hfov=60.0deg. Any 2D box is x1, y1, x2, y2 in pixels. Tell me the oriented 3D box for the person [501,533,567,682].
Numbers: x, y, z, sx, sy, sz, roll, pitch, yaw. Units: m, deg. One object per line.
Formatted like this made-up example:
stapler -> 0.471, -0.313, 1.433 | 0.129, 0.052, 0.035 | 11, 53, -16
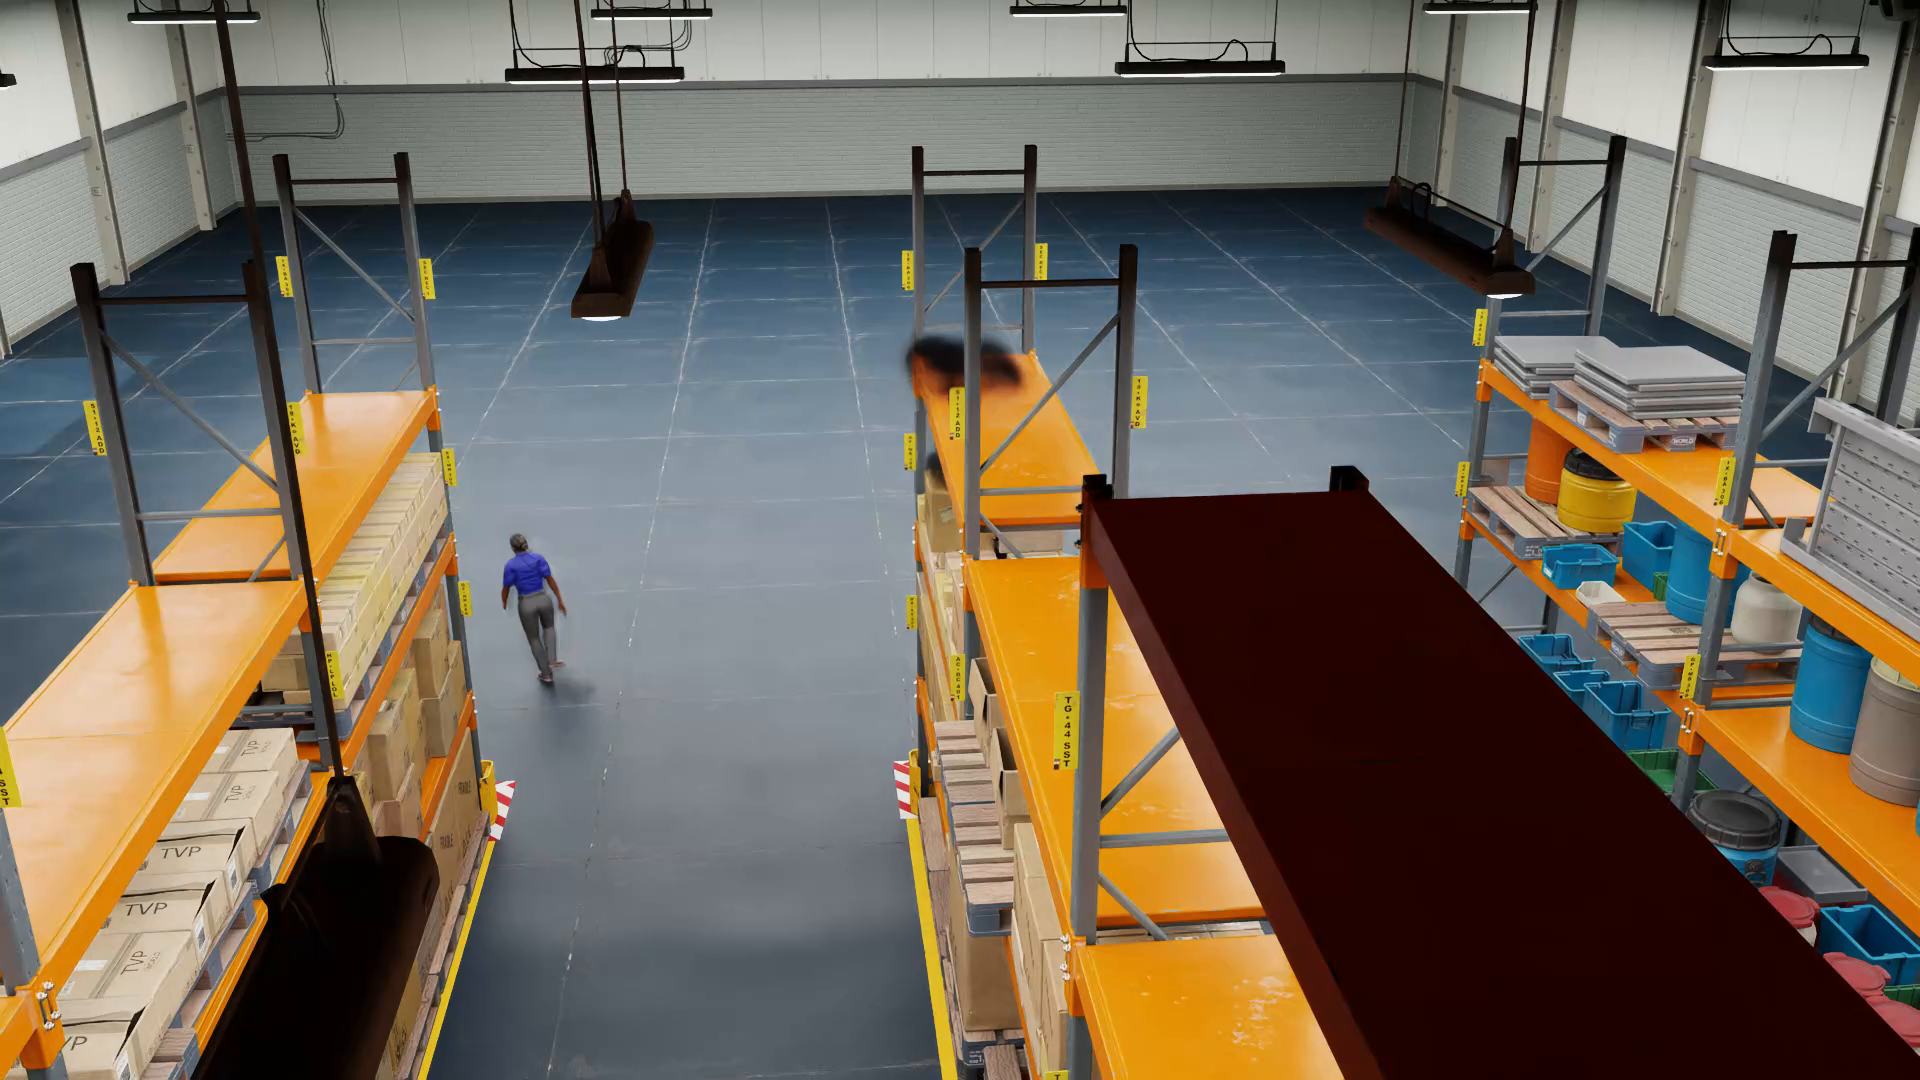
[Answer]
person -> -4.554, 0.703, 17.693 | 0.575, 1.614, 0.613 | -13, 25, -29
